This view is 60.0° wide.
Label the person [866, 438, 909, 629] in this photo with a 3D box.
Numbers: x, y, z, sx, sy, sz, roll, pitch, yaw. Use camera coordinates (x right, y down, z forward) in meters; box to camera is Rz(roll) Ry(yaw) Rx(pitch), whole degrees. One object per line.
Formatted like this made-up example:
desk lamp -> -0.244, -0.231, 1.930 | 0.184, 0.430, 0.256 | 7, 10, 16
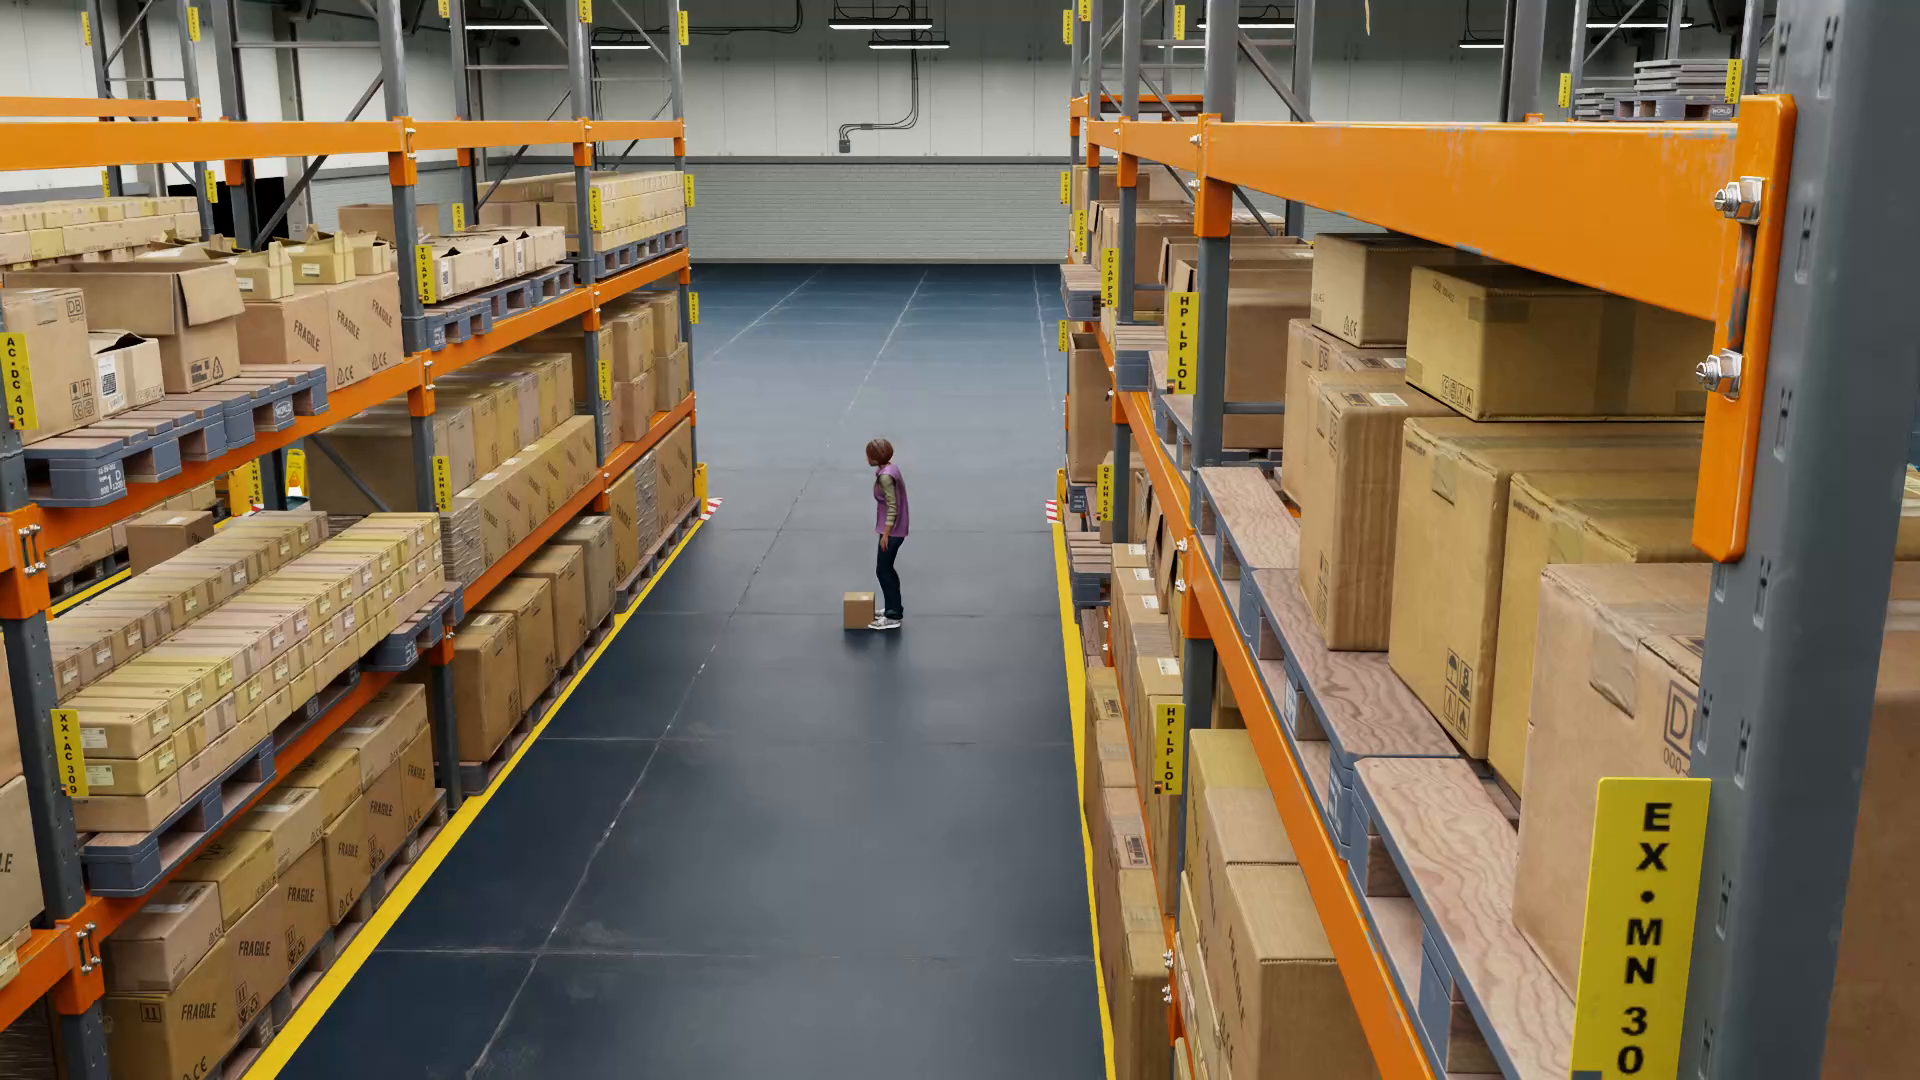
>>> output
person -> -0.597, -0.061, 13.766 | 0.346, 1.592, 0.484 | 0, 14, -2
